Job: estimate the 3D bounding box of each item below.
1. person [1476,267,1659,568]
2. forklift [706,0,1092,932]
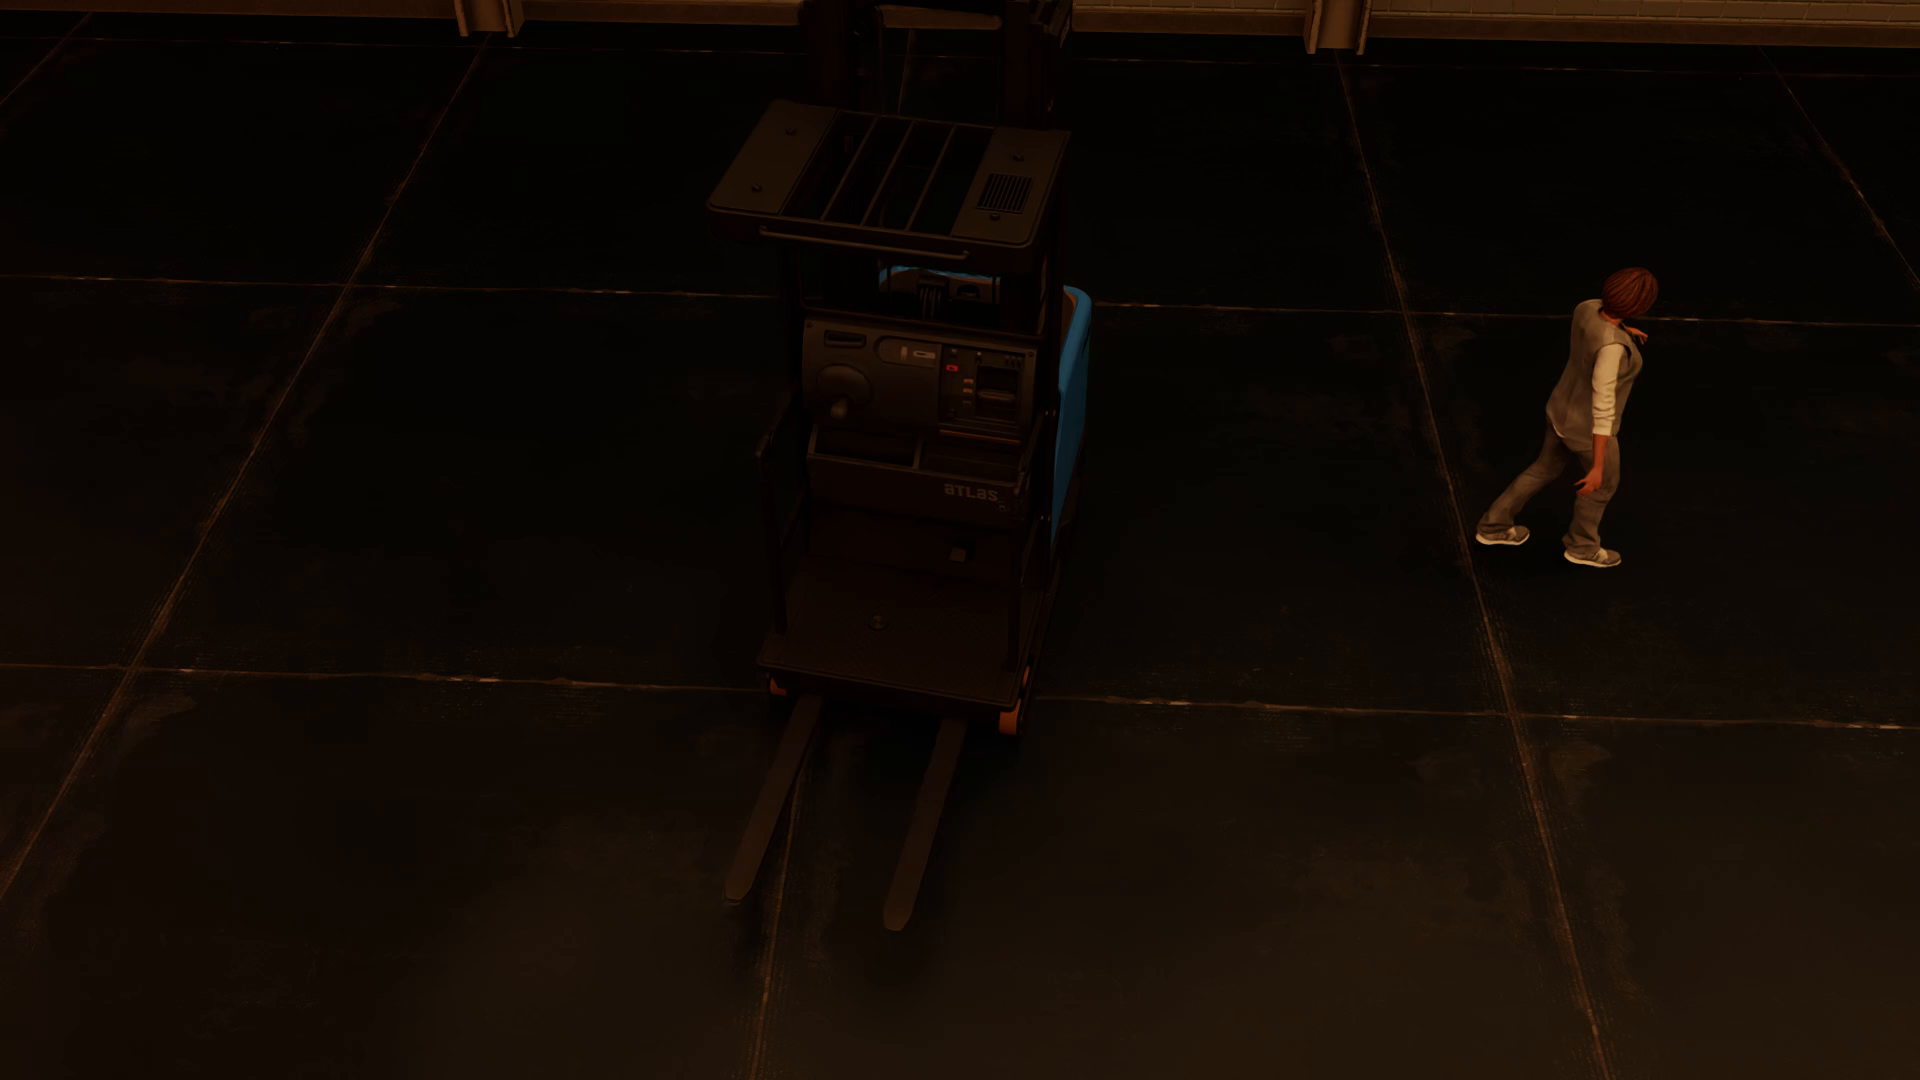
[{"bbox_3d":[2.782,-0.501,7.317,0.710,1.573,0.822,-4,43,-4],"label":"person"},{"bbox_3d":[-0.209,-0.542,6.336,1.130,2.935,3.031,9,43,9],"label":"forklift"}]
